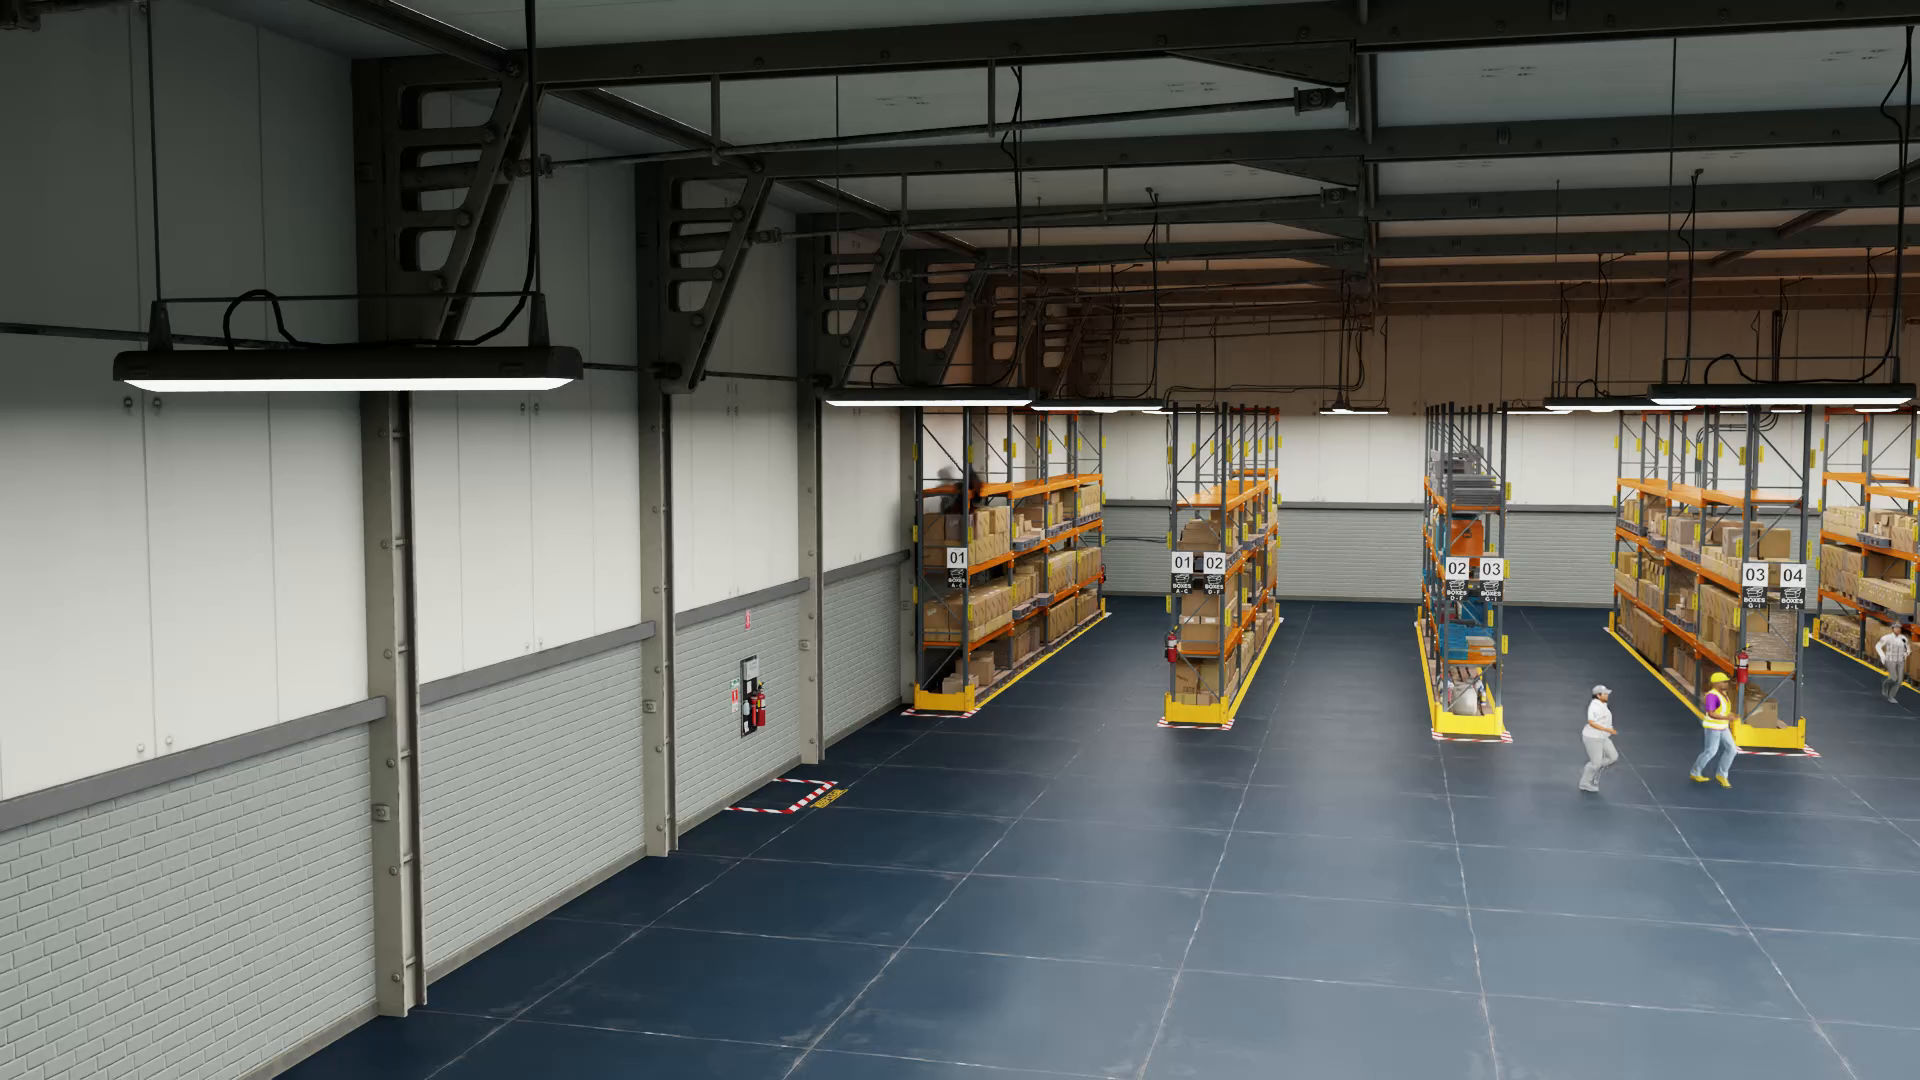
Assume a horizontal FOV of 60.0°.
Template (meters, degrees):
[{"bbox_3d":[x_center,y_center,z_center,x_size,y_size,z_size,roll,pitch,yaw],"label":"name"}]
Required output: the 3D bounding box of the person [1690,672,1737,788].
[{"bbox_3d":[11.685,2.957,25.784,0.679,1.839,0.636,-4,6,-43],"label":"person"}]

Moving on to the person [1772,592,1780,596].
[{"bbox_3d":[20.865,1.704,42.685,0.723,1.750,0.693,2,5,23],"label":"person"}]

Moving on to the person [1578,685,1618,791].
[{"bbox_3d":[9.763,3.033,25.381,0.580,1.625,0.561,3,5,38],"label":"person"}]

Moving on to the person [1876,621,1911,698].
[{"bbox_3d":[18.733,2.406,33.284,0.608,1.589,0.517,0,4,7],"label":"person"}]
